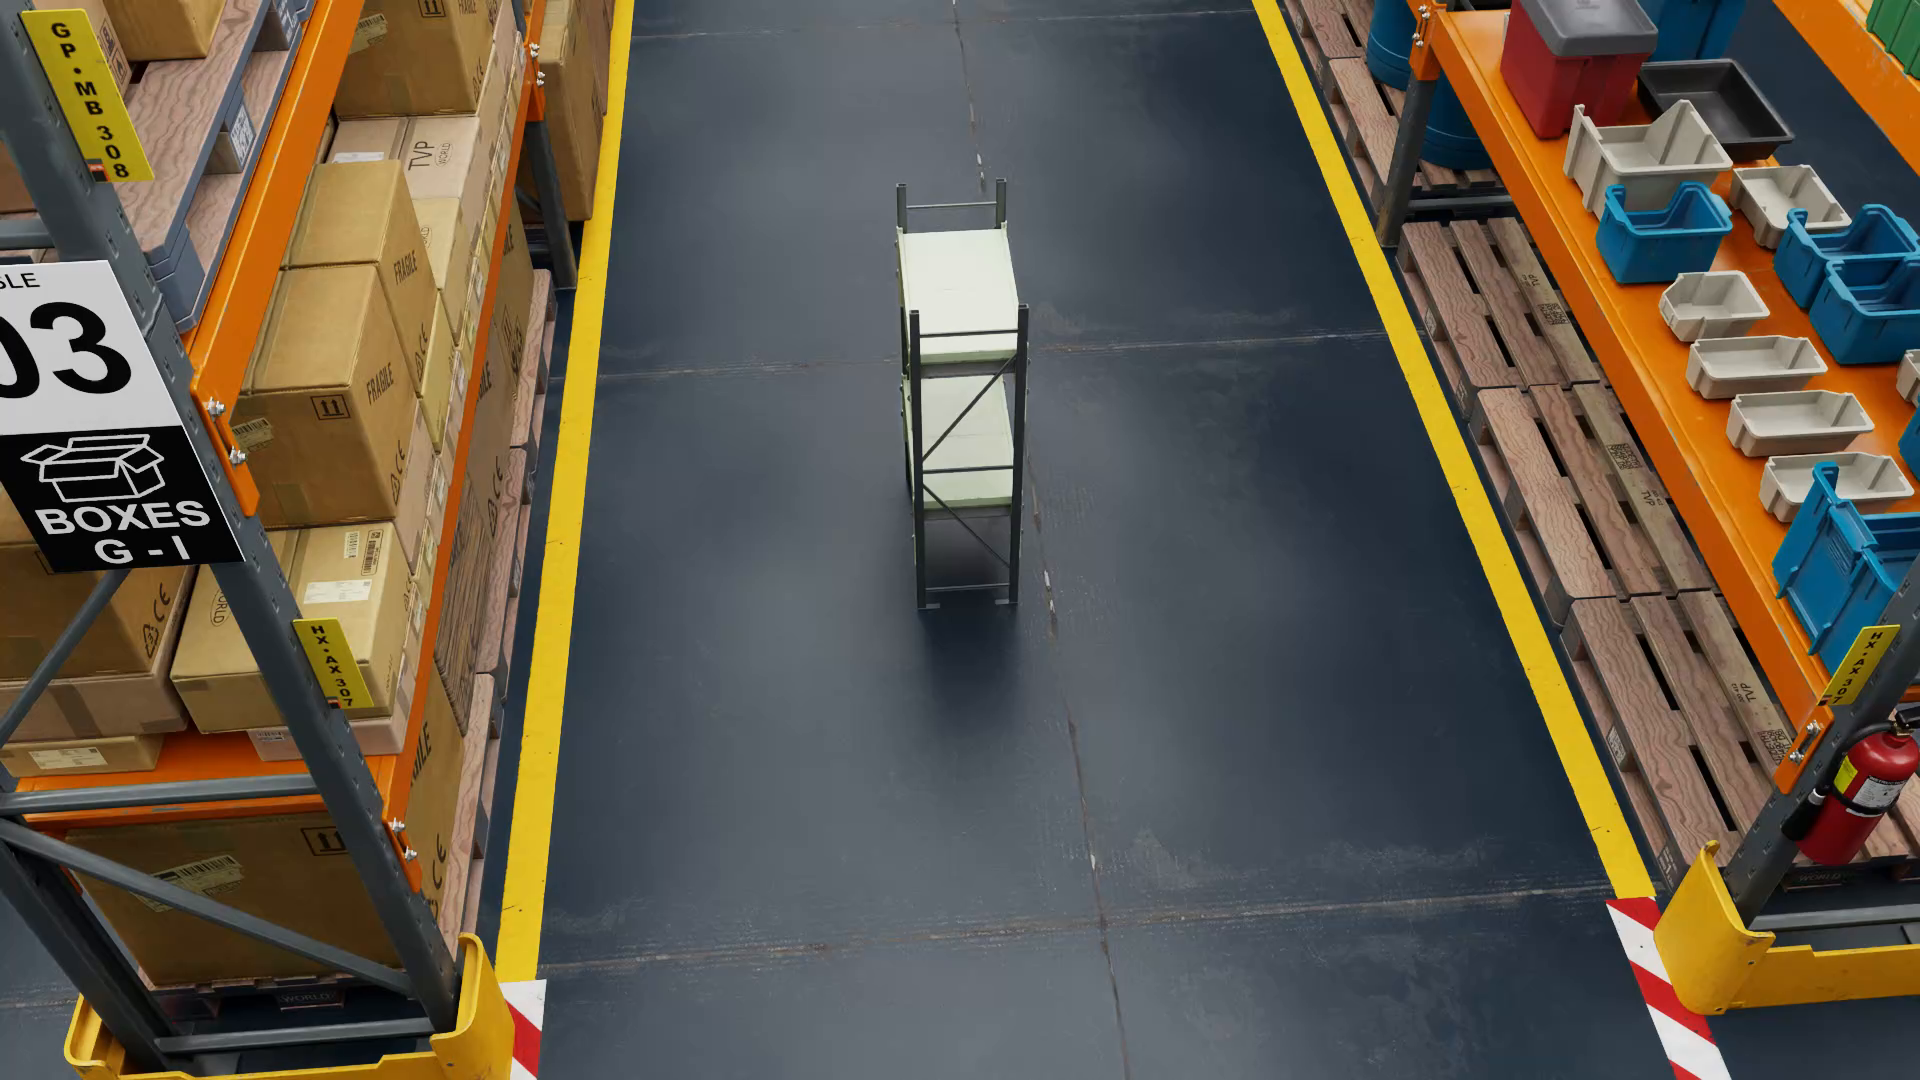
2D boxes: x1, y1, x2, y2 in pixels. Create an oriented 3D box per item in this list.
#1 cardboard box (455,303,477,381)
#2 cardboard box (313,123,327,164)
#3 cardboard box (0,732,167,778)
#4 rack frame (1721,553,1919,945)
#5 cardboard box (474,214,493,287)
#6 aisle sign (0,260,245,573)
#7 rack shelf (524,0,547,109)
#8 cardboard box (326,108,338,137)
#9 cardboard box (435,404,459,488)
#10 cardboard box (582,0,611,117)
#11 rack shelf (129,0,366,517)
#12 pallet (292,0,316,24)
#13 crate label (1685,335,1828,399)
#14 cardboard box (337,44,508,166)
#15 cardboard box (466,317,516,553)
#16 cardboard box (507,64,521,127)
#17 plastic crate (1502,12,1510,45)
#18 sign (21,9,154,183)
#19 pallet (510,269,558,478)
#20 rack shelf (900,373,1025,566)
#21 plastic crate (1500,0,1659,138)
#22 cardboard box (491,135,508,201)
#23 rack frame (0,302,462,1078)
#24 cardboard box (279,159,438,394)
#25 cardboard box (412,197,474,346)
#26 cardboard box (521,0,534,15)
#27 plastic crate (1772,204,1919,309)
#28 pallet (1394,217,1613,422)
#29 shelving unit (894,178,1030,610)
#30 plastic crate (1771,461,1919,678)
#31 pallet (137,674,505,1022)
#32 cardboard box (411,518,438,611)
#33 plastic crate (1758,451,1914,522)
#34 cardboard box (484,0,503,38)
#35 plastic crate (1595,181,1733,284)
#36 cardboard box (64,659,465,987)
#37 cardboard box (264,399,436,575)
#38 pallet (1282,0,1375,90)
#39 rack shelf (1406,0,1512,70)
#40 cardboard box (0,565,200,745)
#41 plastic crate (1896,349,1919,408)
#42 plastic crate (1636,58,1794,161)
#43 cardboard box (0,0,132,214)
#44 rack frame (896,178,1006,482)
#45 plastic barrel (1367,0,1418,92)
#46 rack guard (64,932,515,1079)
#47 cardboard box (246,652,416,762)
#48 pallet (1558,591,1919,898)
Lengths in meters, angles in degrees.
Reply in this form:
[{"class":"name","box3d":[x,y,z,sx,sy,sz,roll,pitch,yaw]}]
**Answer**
[{"class":"cardboard box","box3d":[-1.849,-0.657,5.616,0.380,0.149,0.250,-5,47,-4]},{"class":"cardboard box","box3d":[-2.486,-1.461,5.586,0.500,0.500,0.500,-5,47,-5]},{"class":"cardboard box","box3d":[-2.376,0.495,4.525,0.380,0.149,0.250,-3,47,-3]},{"class":"rack frame","box3d":[2.917,0.345,4.494,1.000,3.000,0.127,-3,47,-3]},{"class":"cardboard box","box3d":[-1.893,-1.031,5.970,0.380,0.149,0.250,-4,47,-4]},{"class":"aisle sign","box3d":[-1.713,-0.214,3.233,0.394,0.787,0.004,-3,47,-3]},{"class":"rack shelf","box3d":[-2.521,-3.447,8.581,1.077,0.370,4.000,-3,47,-3]},{"class":"cardboard box","box3d":[-2.538,-1.582,6.218,0.500,0.250,0.500,-4,47,-3]},{"class":"cardboard box","box3d":[-1.807,-0.288,5.266,0.380,0.149,0.250,-4,47,-4]},{"class":"cardboard box","box3d":[-2.502,-2.770,8.618,1.225,0.875,0.875,-5,47,-5]},{"class":"rack shelf","box3d":[-2.186,-1.585,4.751,1.077,0.370,4.000,-3,47,-3]},{"class":"pallet","box3d":[-2.196,-1.775,4.497,1.003,0.211,1.213,-3,47,-3]},{"class":"crate label","box3d":[2.611,-0.574,5.505,0.396,0.136,0.243,-3,47,-3]},{"class":"cardboard box","box3d":[-2.009,-1.621,6.254,0.500,0.250,0.500,-2,47,-2]},{"class":"cardboard box","box3d":[-2.302,-0.528,6.495,0.875,0.875,0.875,-3,47,-3]},{"class":"cardboard box","box3d":[-1.979,-1.774,6.674,0.380,0.149,0.250,-3,47,-3]},{"class":"plastic crate","box3d":[2.479,-2.133,6.981,0.396,0.136,0.243,-3,47,-3]},{"class":"sign","box3d":[-1.465,-0.742,2.801,0.100,0.325,0.005,-3,47,-3]},{"class":"pallet","box3d":[-2.368,-0.734,7.436,1.003,0.211,1.213,-3,47,-3]},{"class":"rack shelf","box3d":[-0.001,-0.296,6.583,0.431,0.370,0.720,-3,47,-3]},{"class":"plastic crate","box3d":[2.407,-1.930,6.563,0.402,0.464,0.583,-3,47,-3]},{"class":"cardboard box","box3d":[-1.937,-1.403,6.322,0.380,0.149,0.250,-3,47,-3]},{"class":"rack frame","box3d":[-2.018,0.646,4.208,1.000,3.000,0.127,-3,47,-3]},{"class":"cardboard box","box3d":[-1.881,-0.762,4.924,0.500,0.500,0.500,-5,47,-4]},{"class":"cardboard box","box3d":[-1.927,-0.885,5.557,0.500,0.250,0.500,-4,47,-4]},{"class":"cardboard box","box3d":[-2.143,-2.630,7.243,0.500,0.500,0.500,-3,47,-3]},{"class":"plastic crate","box3d":[3.089,-0.986,5.829,0.416,0.233,0.300,-3,47,-3]},{"class":"pallet","box3d":[2.683,-1.060,7.745,1.003,0.211,1.213,-3,47,-3]},{"class":"shelving unit","box3d":[-0.001,-0.521,6.347,0.431,1.500,0.755,-3,47,-3]},{"class":"plastic crate","box3d":[2.703,0.082,4.678,0.616,0.435,0.499,-3,47,-3]},{"class":"pallet","box3d":[-2.163,1.031,5.764,1.003,0.211,1.213,-3,47,-3]},{"class":"cardboard box","box3d":[-1.764,0.085,4.913,0.380,0.149,0.250,-4,47,-4]},{"class":"plastic crate","box3d":[2.668,-0.164,5.116,0.396,0.136,0.243,-3,47,-3]},{"class":"cardboard box","box3d":[-2.048,-2.240,6.324,0.500,0.500,0.500,-2,47,-2]},{"class":"plastic crate","box3d":[2.490,-1.088,5.925,0.416,0.233,0.300,-3,47,-3]},{"class":"cardboard box","box3d":[-2.152,0.774,5.261,0.875,0.875,0.875,-3,47,-3]},{"class":"cardboard box","box3d":[-1.840,-0.144,4.855,0.500,0.250,0.500,-4,47,-4]},{"class":"pallet","box3d":[2.454,-3.035,9.616,1.003,0.211,1.213,-3,47,-3]},{"class":"rack shelf","box3d":[2.415,-3.748,8.866,1.077,0.370,4.000,-3,47,-3]},{"class":"cardboard box","box3d":[-2.323,0.261,4.472,0.500,0.250,0.500,-4,47,-4]},{"class":"plastic crate","box3d":[3.223,-0.511,5.445,0.250,0.136,0.298,-3,47,-3]},{"class":"plastic crate","box3d":[2.944,-1.681,6.561,0.437,0.125,0.590,-3,47,-3]},{"class":"cardboard box","box3d":[-2.115,-0.971,3.247,0.700,0.500,0.500,-6,47,-6]},{"class":"rack frame","box3d":[-0.031,-0.785,6.597,0.400,1.500,0.023,-3,47,-3]},{"class":"plastic barrel","box3d":[2.494,-2.879,8.703,0.600,0.901,0.708,-3,47,-3]},{"class":"rack guard","box3d":[-2.016,1.523,5.100,1.175,0.500,0.348,-3,47,-3]},{"class":"cardboard box","box3d":[-1.719,0.456,4.562,0.380,0.149,0.250,-3,47,-3]},{"class":"pallet","box3d":[2.887,0.705,6.073,1.003,0.211,1.213,-3,47,-3]}]
